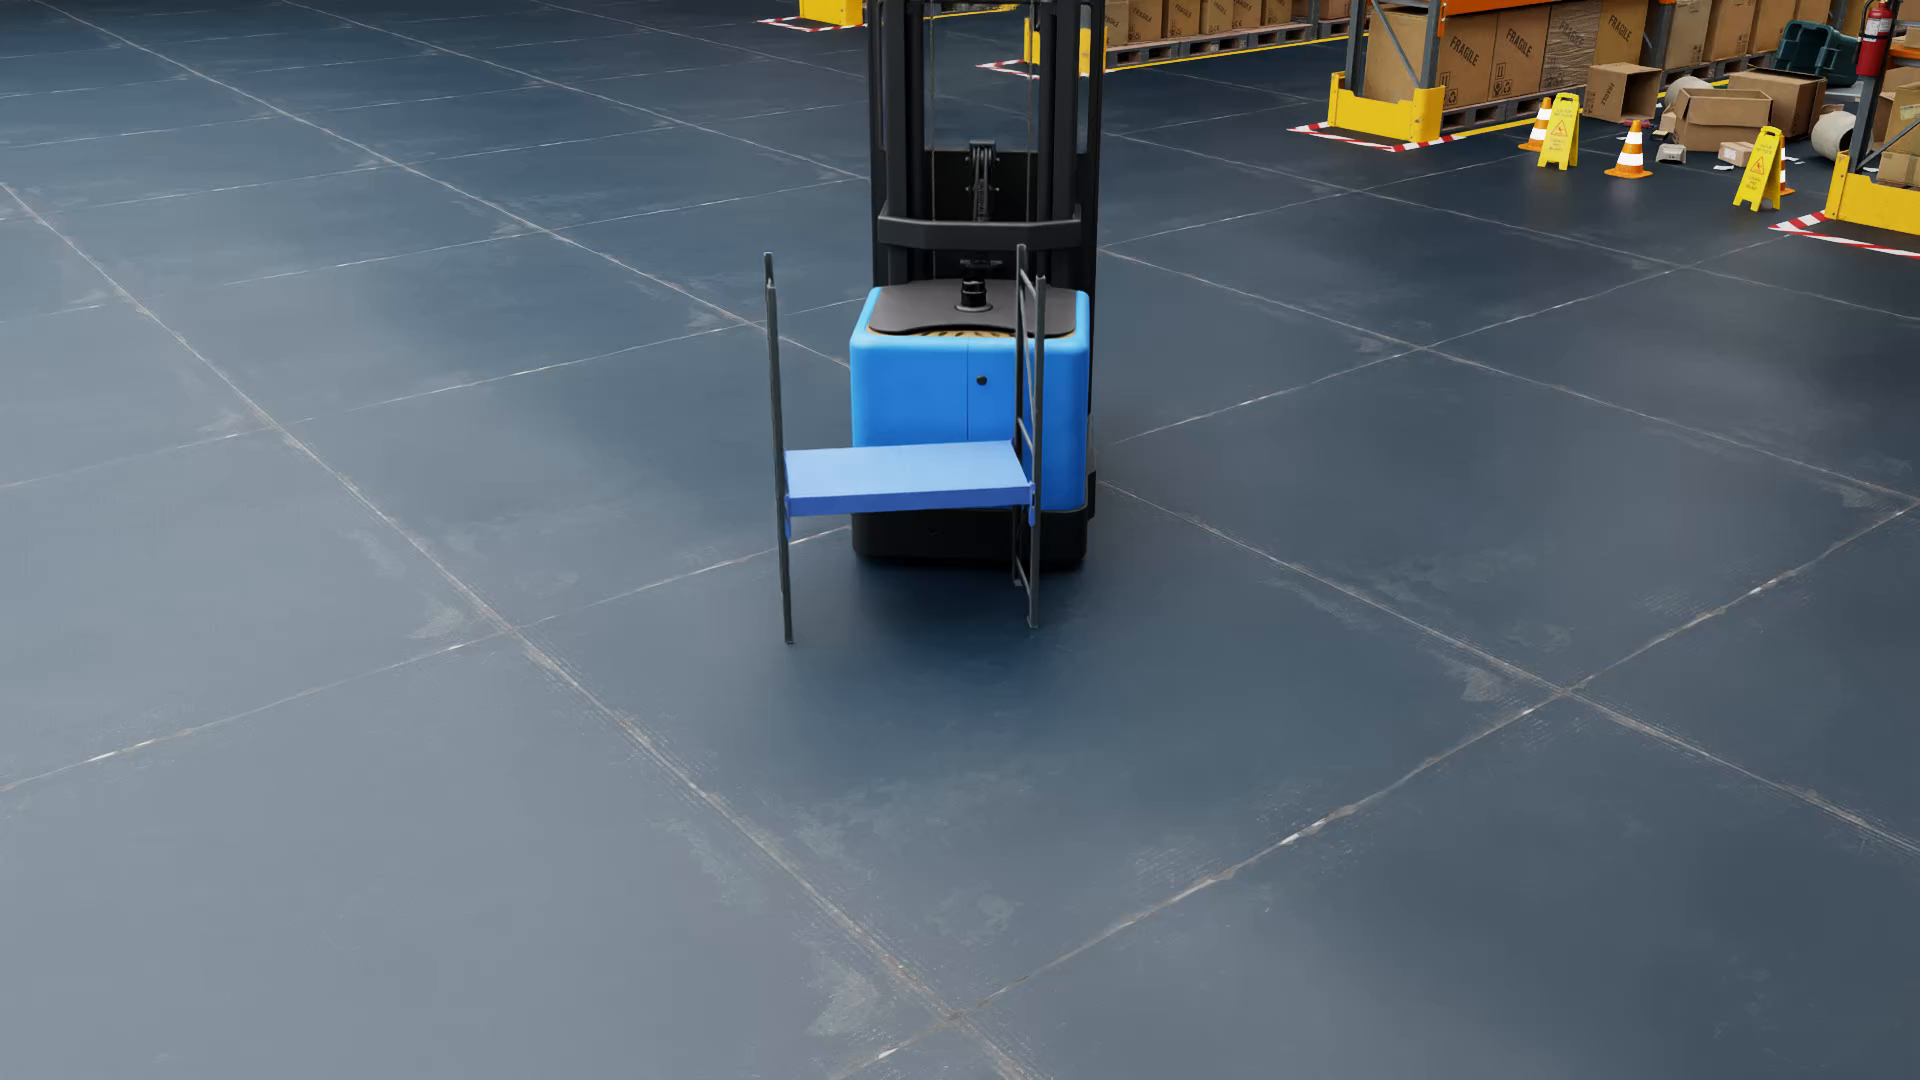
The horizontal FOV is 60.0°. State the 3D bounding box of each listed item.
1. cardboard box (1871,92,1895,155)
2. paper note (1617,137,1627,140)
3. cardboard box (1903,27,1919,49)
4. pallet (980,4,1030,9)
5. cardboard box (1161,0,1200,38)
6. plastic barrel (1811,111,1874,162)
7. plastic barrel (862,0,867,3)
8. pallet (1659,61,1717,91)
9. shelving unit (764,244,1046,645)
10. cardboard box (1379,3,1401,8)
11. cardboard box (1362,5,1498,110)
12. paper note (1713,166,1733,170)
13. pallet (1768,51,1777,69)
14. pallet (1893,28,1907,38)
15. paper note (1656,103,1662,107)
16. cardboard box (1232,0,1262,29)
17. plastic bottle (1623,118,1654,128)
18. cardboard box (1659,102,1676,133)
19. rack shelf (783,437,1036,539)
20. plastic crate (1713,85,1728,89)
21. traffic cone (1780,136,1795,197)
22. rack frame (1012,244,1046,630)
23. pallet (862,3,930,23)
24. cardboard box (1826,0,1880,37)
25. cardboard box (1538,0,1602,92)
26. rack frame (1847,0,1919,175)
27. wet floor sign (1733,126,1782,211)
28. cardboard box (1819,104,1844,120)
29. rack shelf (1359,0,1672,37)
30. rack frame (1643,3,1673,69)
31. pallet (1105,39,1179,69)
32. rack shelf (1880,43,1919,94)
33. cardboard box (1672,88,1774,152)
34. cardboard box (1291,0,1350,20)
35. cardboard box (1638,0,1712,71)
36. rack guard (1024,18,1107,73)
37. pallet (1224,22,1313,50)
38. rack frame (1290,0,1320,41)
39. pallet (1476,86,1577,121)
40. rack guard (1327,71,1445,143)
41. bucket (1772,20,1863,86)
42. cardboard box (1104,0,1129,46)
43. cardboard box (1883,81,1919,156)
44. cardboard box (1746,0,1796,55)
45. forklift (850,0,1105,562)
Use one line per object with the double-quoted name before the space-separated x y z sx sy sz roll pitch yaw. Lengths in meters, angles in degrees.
"cardboard box" 8.775 -3.854 15.423 0.500 0.500 0.500 1 25 2
"paper note" 6.425 -3.876 16.032 0.142 0.017 0.144 -8 26 -16
"cardboard box" 7.473 -3.830 12.702 0.250 0.149 0.380 -17 30 -32
"pallet" 0.733 -8.313 25.376 1.213 0.211 1.003 -18 31 -34
"cardboard box" 2.651 -6.595 20.832 0.500 0.500 0.500 -15 29 -29
"plastic barrel" 8.002 -3.645 15.066 0.421 0.421 0.512 1 25 2
"plastic barrel" -1.390 -7.958 23.755 0.421 0.512 0.421 0 25 0
"pallet" 7.885 -5.389 19.076 1.213 0.211 1.003 -18 31 -34
"shelving unit" -0.227 -0.386 6.764 1.048 1.500 0.538 -3 25 -7
"cardboard box" 5.666 -7.579 22.929 0.500 0.500 0.700 -21 32 -38
"cardboard box" 4.669 -4.814 16.550 0.875 0.875 0.875 -18 30 -34
"paper note" 6.826 -3.334 14.862 0.148 0.019 0.142 15 29 29
"pallet" 9.805 -6.023 20.441 1.213 0.211 1.003 -18 31 -34
"pallet" 12.047 -6.720 21.944 1.213 0.211 1.003 -18 31 -34
"paper note" 7.354 -4.607 17.605 0.147 0.020 0.142 5 25 11
"cardboard box" 3.558 -6.912 21.516 0.500 0.500 0.500 -9 26 -18
"plastic bottle" 6.785 -4.156 16.598 0.283 0.061 0.133 15 29 29
"cardboard box" 7.108 -4.132 16.302 0.258 0.266 0.396 -13 28 -25
"rack shelf" -0.227 -0.222 6.840 1.000 0.185 0.538 -3 25 -7
"plastic crate" 7.996 -4.700 17.550 0.662 0.188 0.450 -3 15 -7
"traffic cone" 6.853 -3.164 13.983 0.334 0.463 0.336 -18 31 -34
"rack frame" 0.277 -0.413 6.823 0.032 1.500 0.500 -3 25 -7
"pallet" -1.188 -7.679 24.010 1.213 0.211 1.003 -18 31 -34
"cardboard box" 11.186 -6.623 20.893 0.500 0.500 0.500 -20 31 -36
"cardboard box" 6.079 -5.279 17.552 0.875 0.875 0.875 -18 30 -34
"rack frame" 7.310 -3.776 12.287 0.127 3.000 1.000 -18 31 -34
"wet floor sign" 6.501 -3.013 13.440 0.232 0.644 0.267 -8 26 -16
"cardboard box" 8.493 -4.074 16.178 0.258 0.266 0.396 5 25 11
"rack shelf" 5.750 -5.582 17.035 4.000 0.370 1.077 -18 31 -34
"rack frame" 7.324 -6.428 18.003 0.127 3.000 1.000 -18 31 -34
"pallet" 1.916 -6.013 20.420 1.213 0.211 1.003 -18 31 -34
"rack shelf" 8.884 -3.969 13.558 4.000 0.370 1.077 -18 31 -34
"cardboard box" 7.130 -3.938 15.603 0.797 0.503 0.637 5 25 11
"cardboard box" 4.839 -7.316 22.362 0.500 0.500 0.700 -21 32 -38
"cardboard box" 7.757 -5.789 18.800 0.750 0.750 1.050 -18 31 -34
"rack guard" 1.255 -5.945 19.930 0.348 0.500 1.175 -18 31 -34
"pallet" 3.836 -6.647 21.786 1.213 0.211 1.003 -18 31 -34
"rack frame" 4.343 -8.098 21.600 0.127 3.000 1.000 -18 31 -34
"pallet" 5.717 -4.673 17.533 1.213 0.211 1.003 -18 31 -34
"rack guard" 4.158 -4.249 16.277 0.348 0.500 1.175 -18 31 -34
"bucket" 8.640 -4.834 16.650 0.620 0.611 0.726 2 23 -21
"cardboard box" 1.697 -6.272 20.136 0.500 0.500 0.500 -12 28 -25
"cardboard box" 7.780 -3.354 13.254 0.500 0.500 0.500 -18 30 -34
"cardboard box" 9.251 -6.281 19.859 0.750 0.750 1.050 -18 30 -33
"forklift" 0.136 -1.816 8.147 1.130 2.935 3.031 2 25 4
